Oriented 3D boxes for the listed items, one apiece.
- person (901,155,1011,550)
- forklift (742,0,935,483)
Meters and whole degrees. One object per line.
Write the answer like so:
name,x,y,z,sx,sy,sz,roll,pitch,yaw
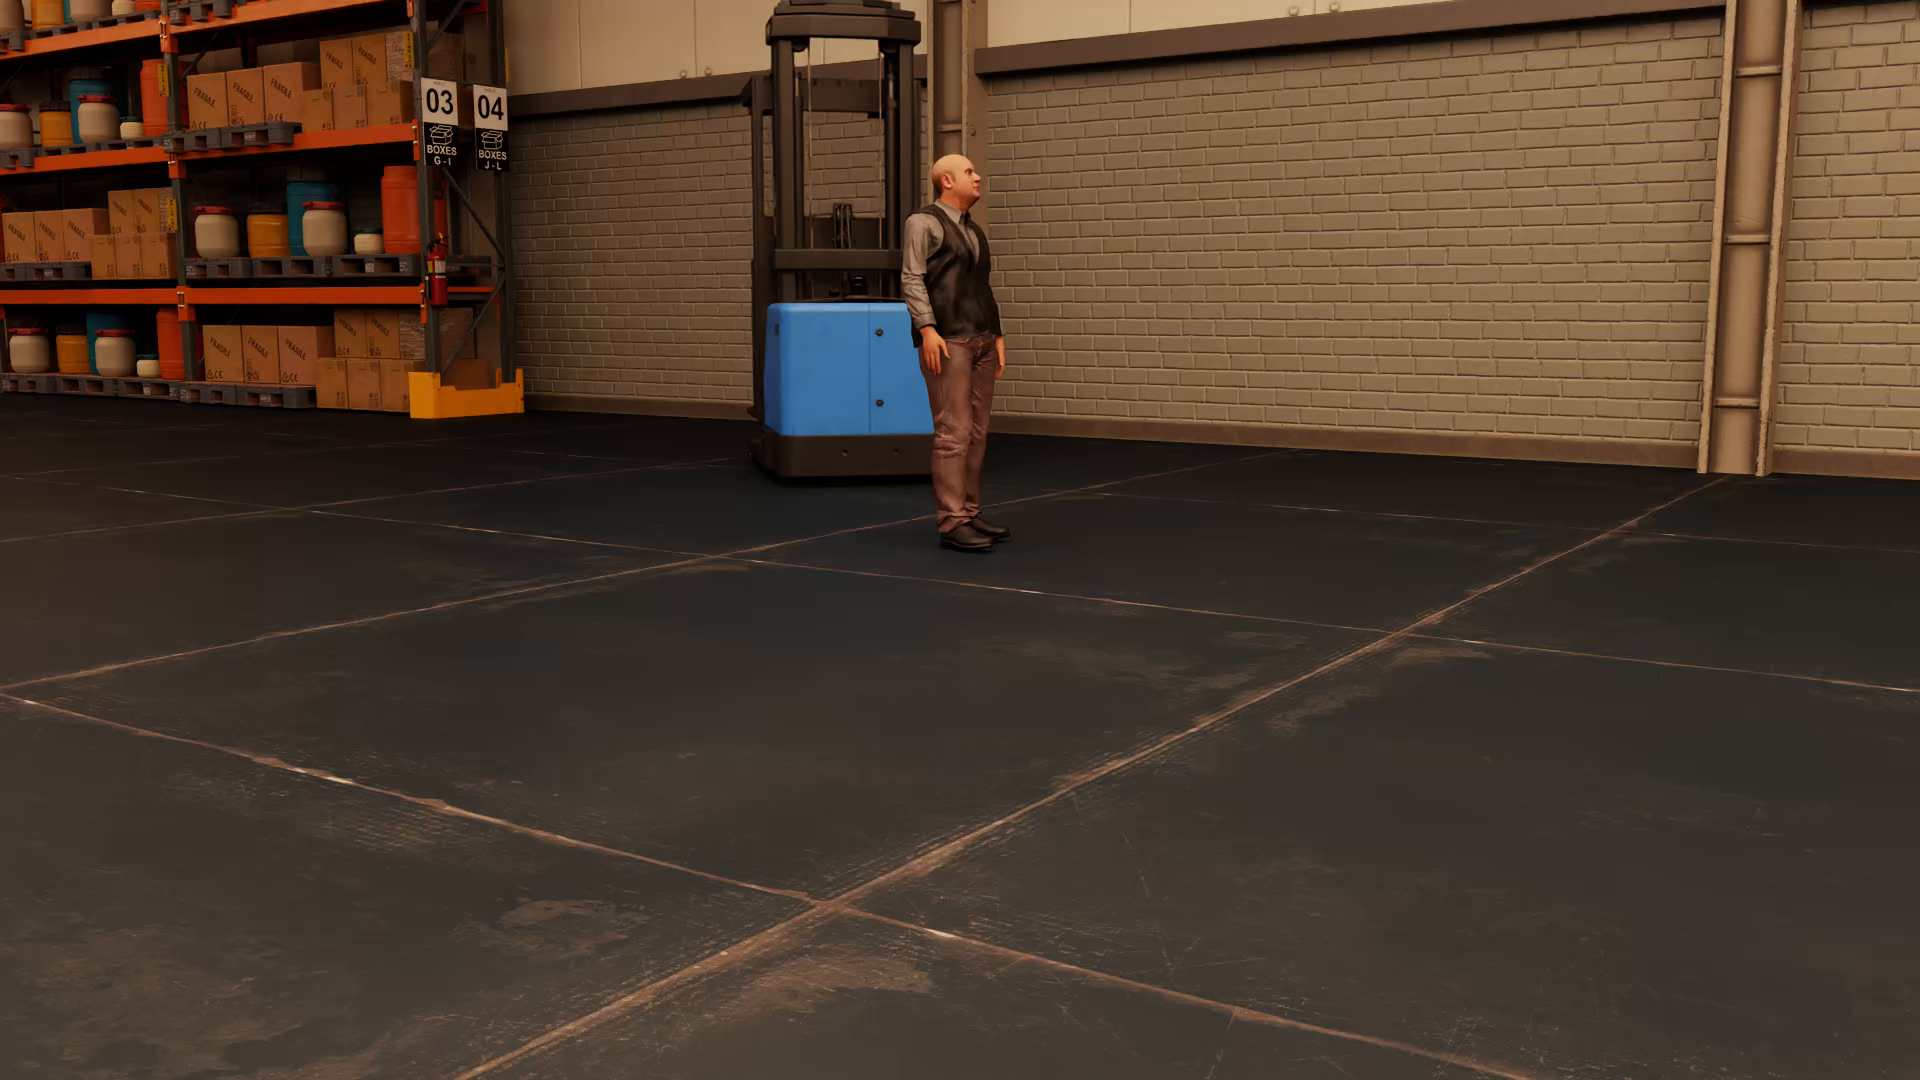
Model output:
person,0.047,-0.854,7.441,0.568,1.720,0.632,5,10,34
forklift,-0.845,-1.965,11.014,1.130,2.935,3.031,-2,8,-12
